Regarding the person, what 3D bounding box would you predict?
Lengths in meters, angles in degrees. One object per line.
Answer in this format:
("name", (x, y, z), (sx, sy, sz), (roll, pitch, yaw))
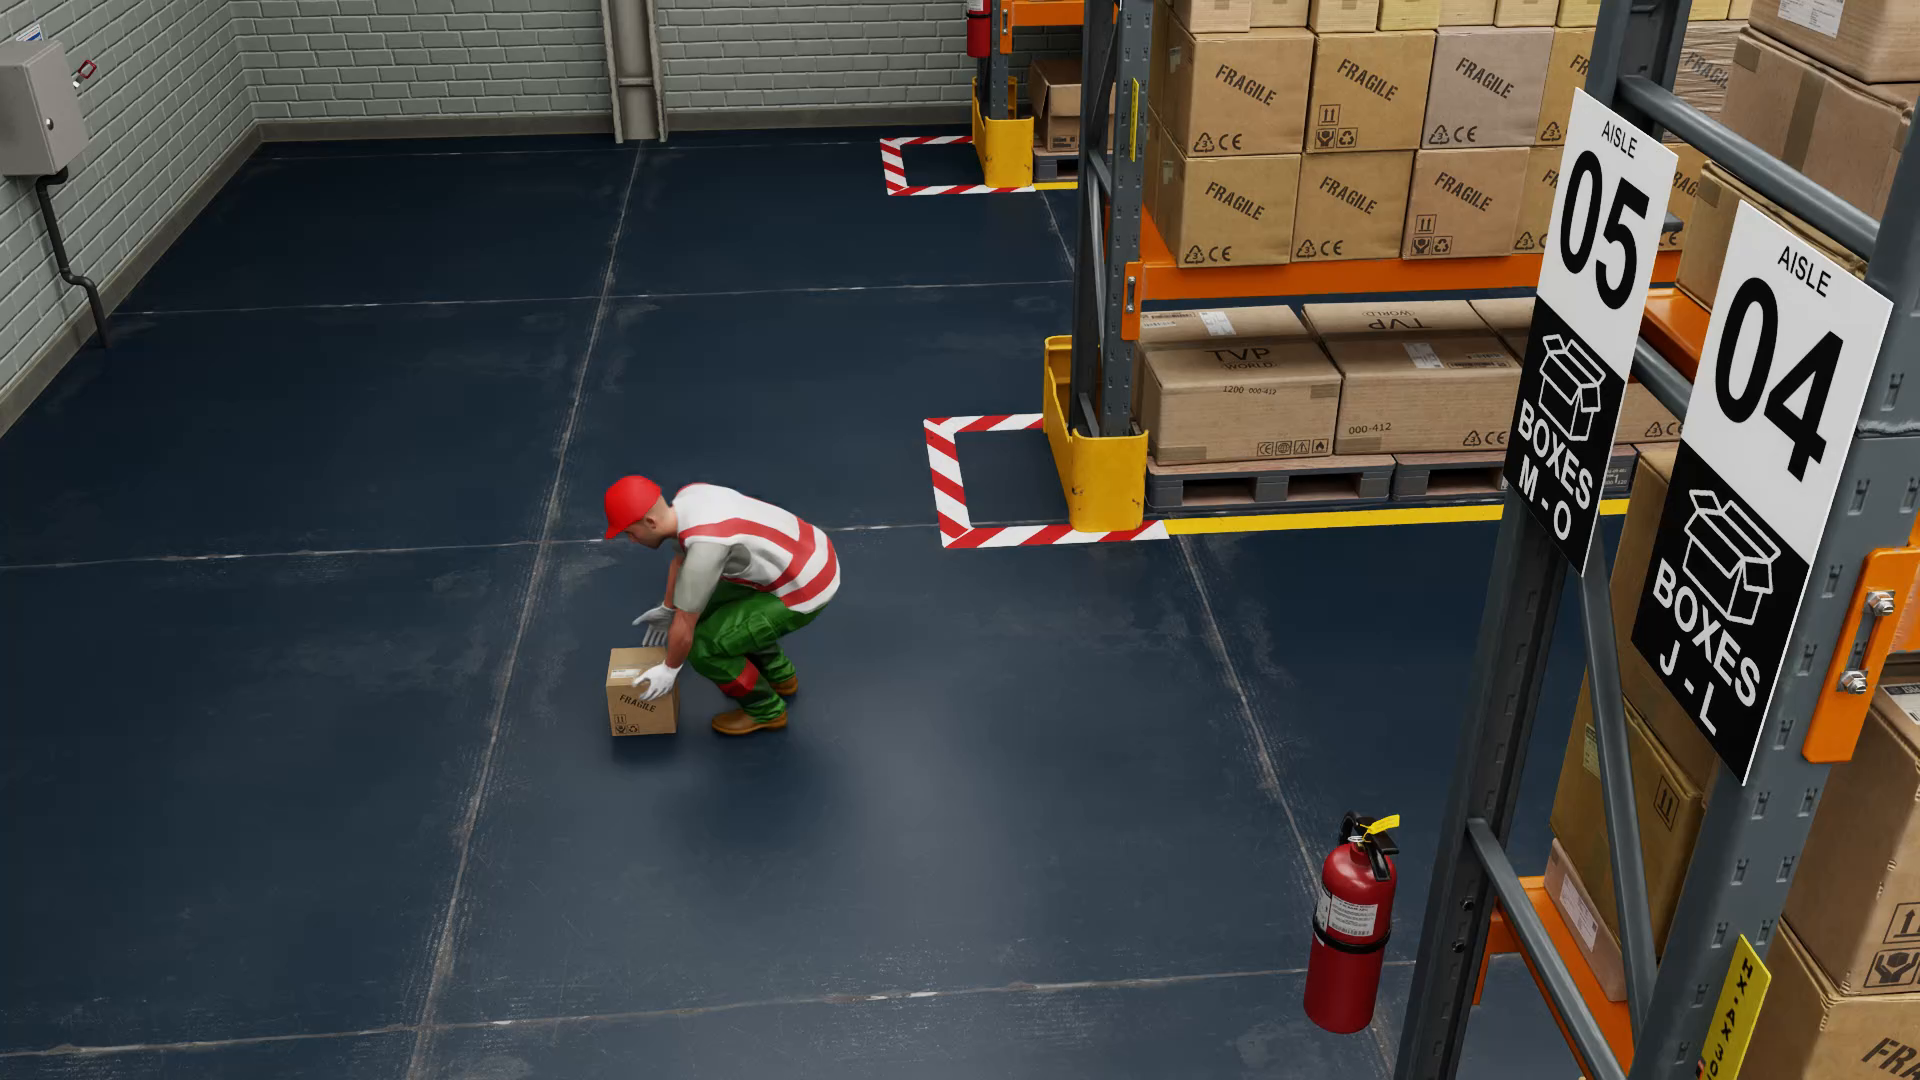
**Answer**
("person", (-0.887, 0.227, 6.388), (0.863, 1.116, 0.582), (-3, 31, -5))
